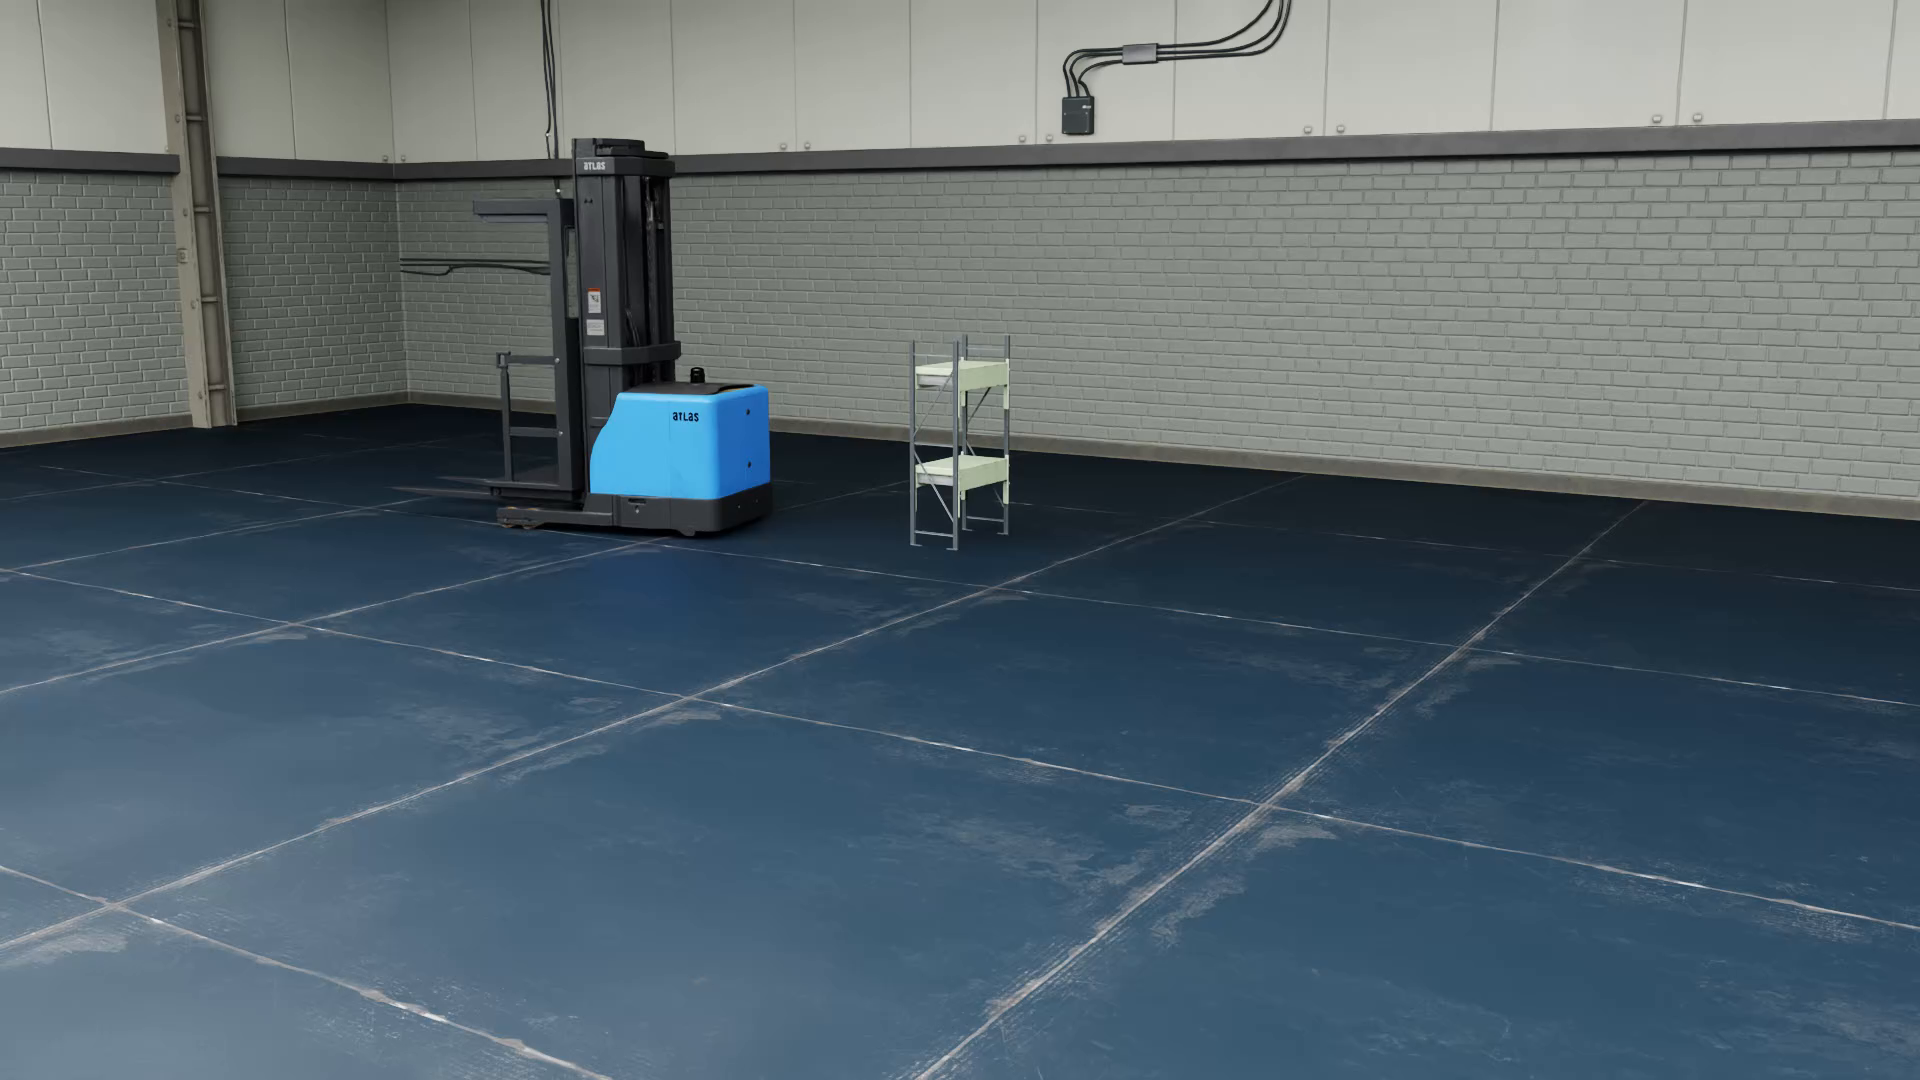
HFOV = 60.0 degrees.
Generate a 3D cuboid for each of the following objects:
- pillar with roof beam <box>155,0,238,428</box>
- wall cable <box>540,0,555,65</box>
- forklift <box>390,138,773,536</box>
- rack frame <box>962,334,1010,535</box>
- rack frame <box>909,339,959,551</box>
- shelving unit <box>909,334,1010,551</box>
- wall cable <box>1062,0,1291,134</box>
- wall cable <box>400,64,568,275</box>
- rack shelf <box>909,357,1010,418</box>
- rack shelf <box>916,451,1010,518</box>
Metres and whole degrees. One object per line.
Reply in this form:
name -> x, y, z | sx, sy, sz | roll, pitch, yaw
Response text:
pillar with roof beam -> -5.077, -5.354, 16.511 | 9.100, 9.000, 0.400 | 6, 12, 31
wall cable -> -3.784, -6.800, 18.949 | 3.097, 2.526, 0.112 | 6, 12, 31
forklift -> -3.057, -1.607, 12.990 | 3.031, 2.935, 1.130 | 4, 11, 19
rack frame -> 0.193, -0.796, 12.544 | 0.400, 1.500, 0.023 | 6, 12, 31
rack frame -> -0.187, -0.681, 11.929 | 0.400, 1.500, 0.023 | 6, 12, 31
shelving unit -> 0.003, -0.738, 12.236 | 0.431, 1.500, 0.755 | 6, 12, 31
wall cable -> 2.009, -6.864, 15.337 | 2.305, 6.003, 0.169 | 6, 12, 31
wall cable -> -6.096, -4.576, 20.794 | 3.097, 2.526, 0.112 | 6, 12, 31
rack shelf -> 0.003, -1.122, 12.164 | 0.431, 0.370, 0.720 | 6, 12, 31
rack shelf -> 0.003, -0.418, 12.296 | 0.431, 0.370, 0.720 | 6, 12, 31
